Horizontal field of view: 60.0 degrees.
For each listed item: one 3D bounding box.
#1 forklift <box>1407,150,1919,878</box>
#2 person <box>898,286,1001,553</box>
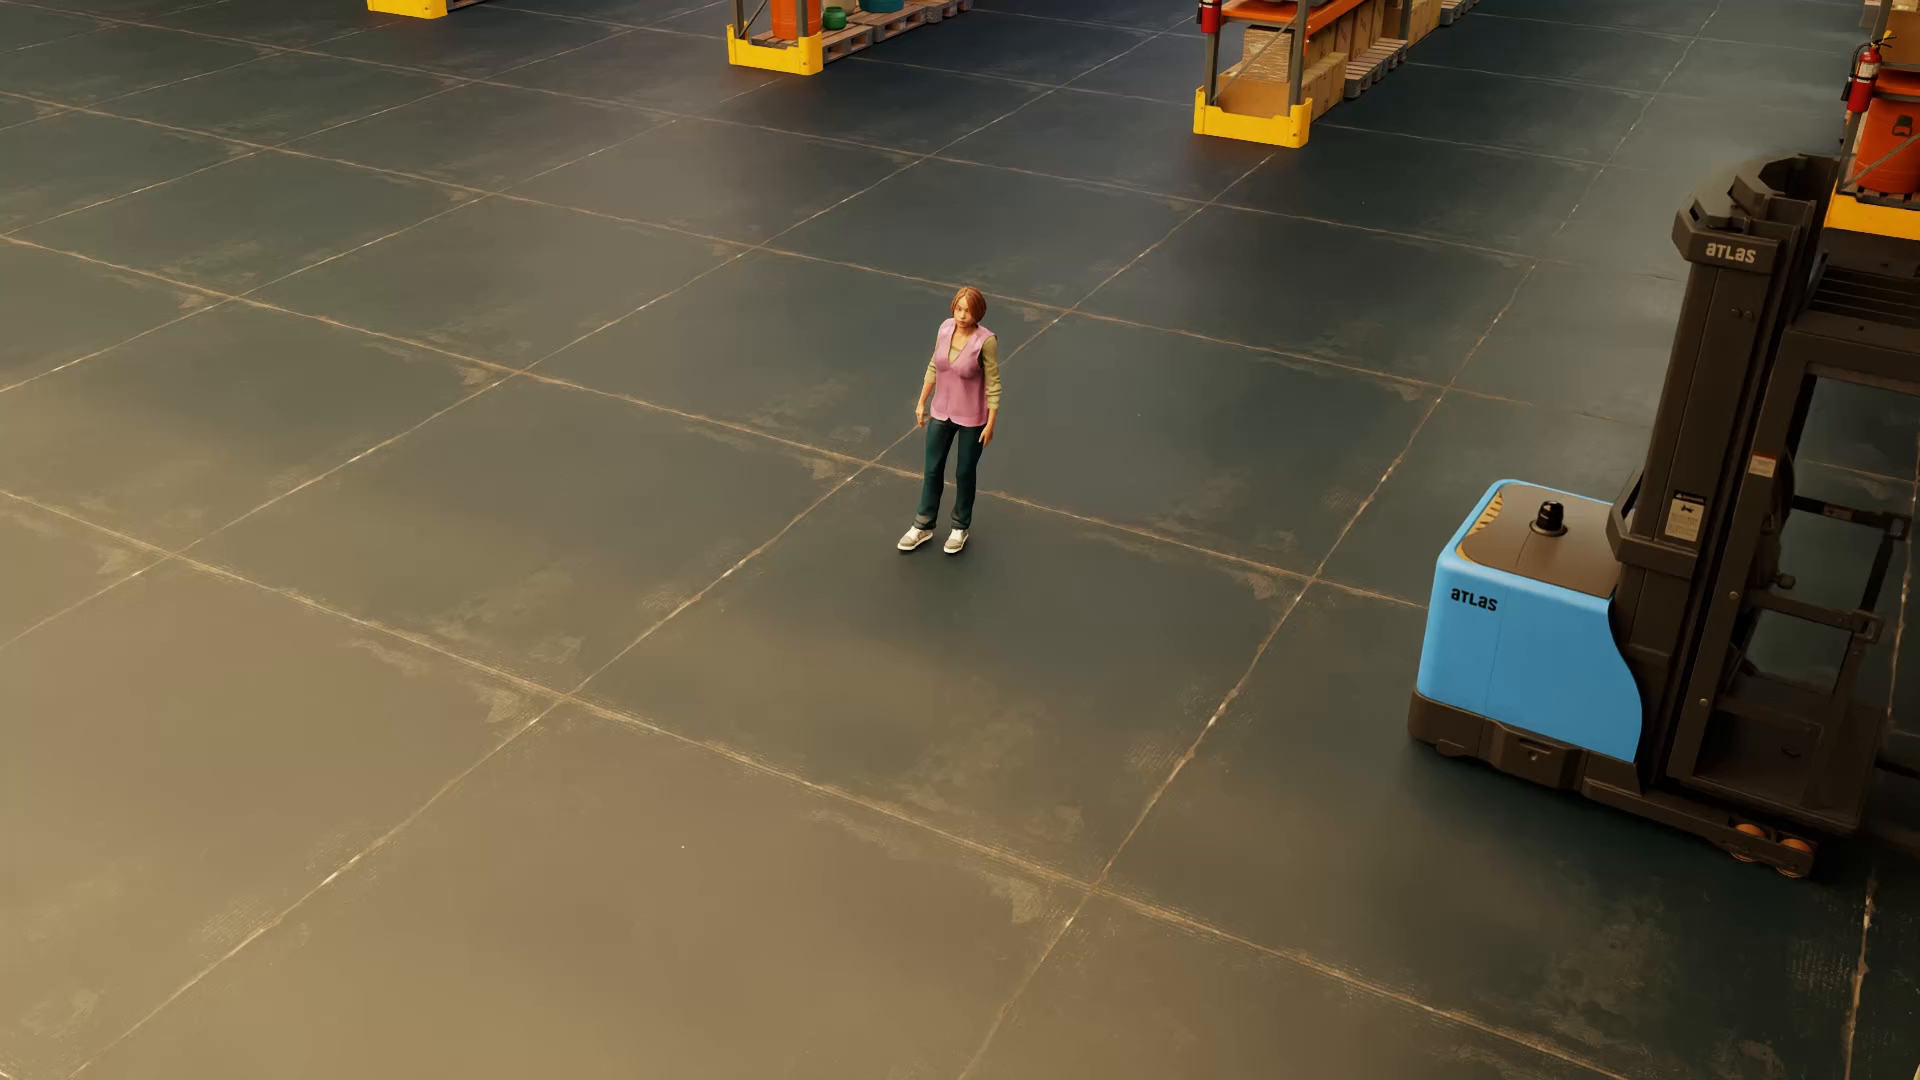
[{"bbox_3d":[3.736,-0.073,7.197,3.031,2.935,1.130,17,34,27],"label":"forklift"},{"bbox_3d":[-0.049,-0.647,9.562,0.520,1.547,0.473,15,33,25],"label":"person"}]
